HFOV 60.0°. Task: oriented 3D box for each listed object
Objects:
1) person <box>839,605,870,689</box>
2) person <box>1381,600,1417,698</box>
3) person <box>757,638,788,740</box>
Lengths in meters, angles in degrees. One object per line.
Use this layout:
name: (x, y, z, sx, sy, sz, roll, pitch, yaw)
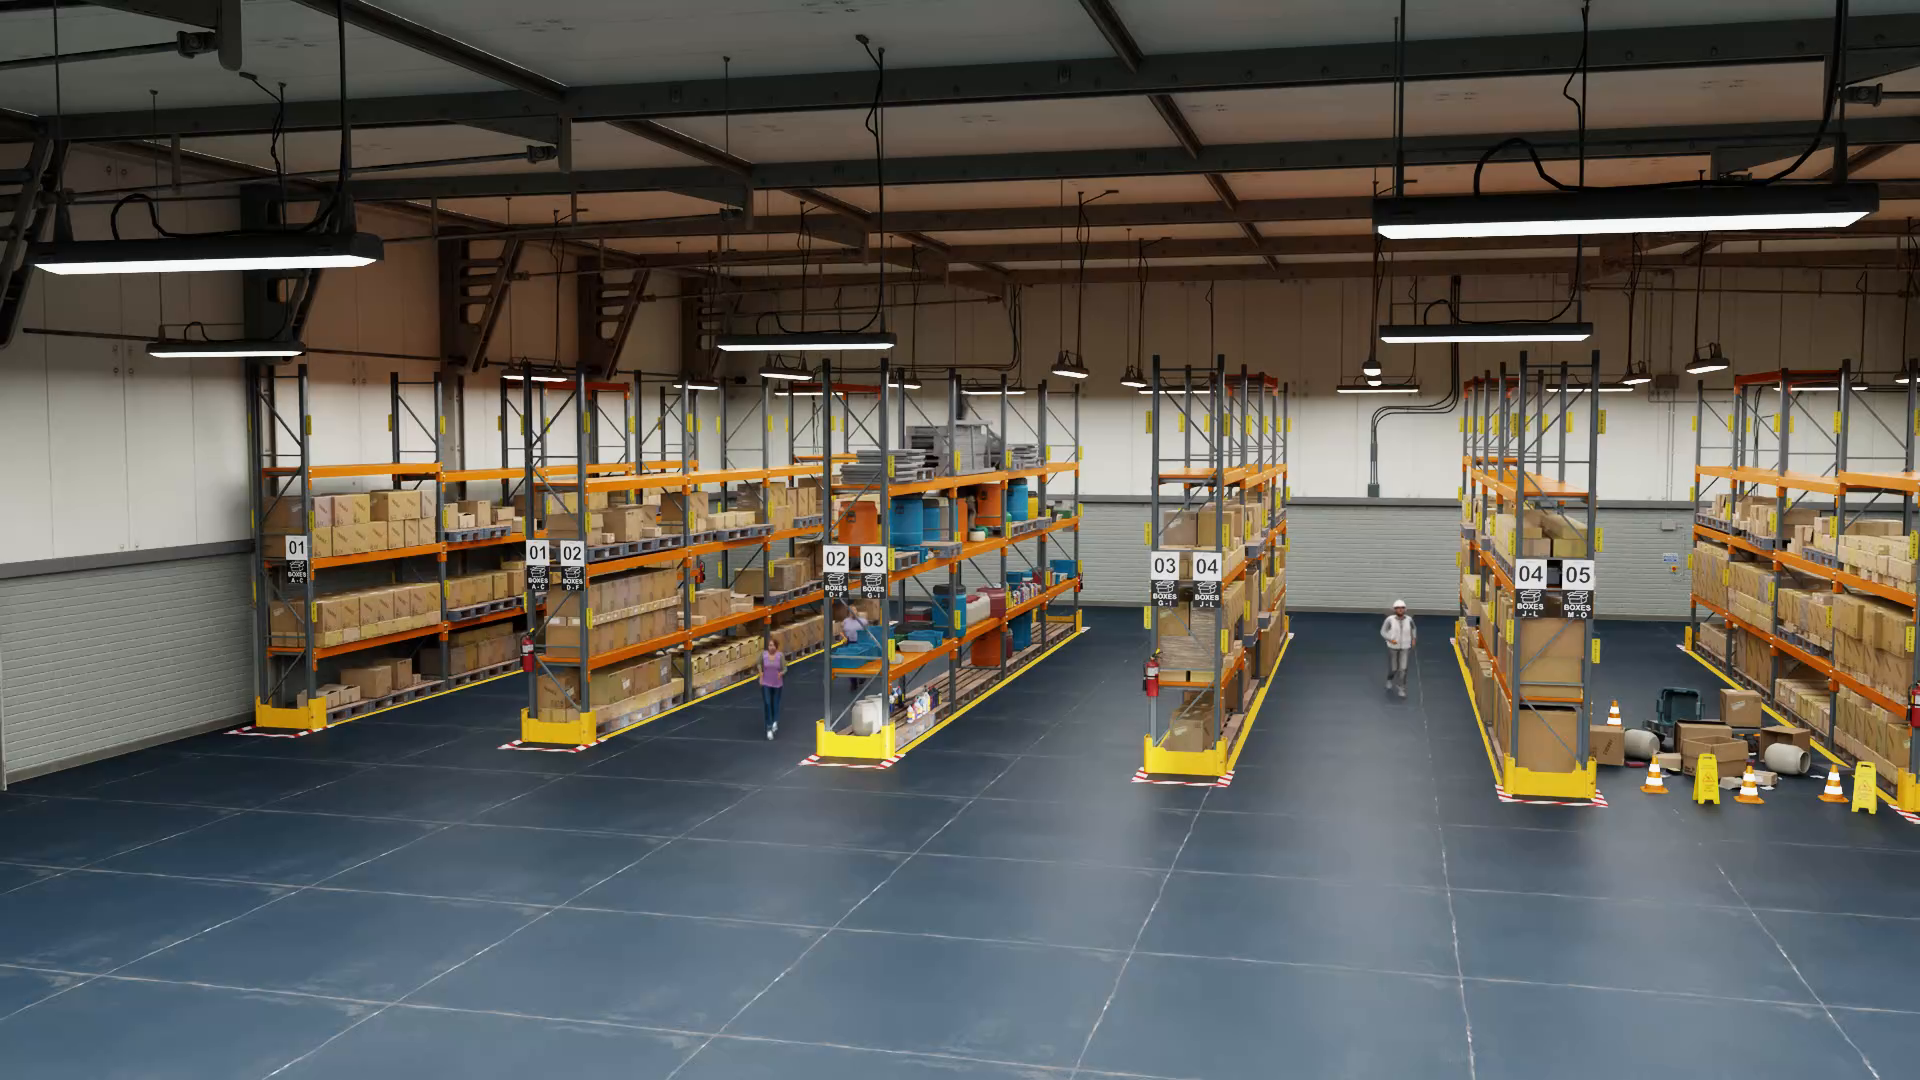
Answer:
person: (-2.009, 2.077, 31.448, 0.598, 1.524, 0.523, 1, 4, 12)
person: (8.154, 1.998, 30.890, 0.684, 1.775, 0.794, 0, 4, 3)
person: (-3.018, 2.373, 26.752, 0.477, 1.638, 0.829, -1, 4, -11)
